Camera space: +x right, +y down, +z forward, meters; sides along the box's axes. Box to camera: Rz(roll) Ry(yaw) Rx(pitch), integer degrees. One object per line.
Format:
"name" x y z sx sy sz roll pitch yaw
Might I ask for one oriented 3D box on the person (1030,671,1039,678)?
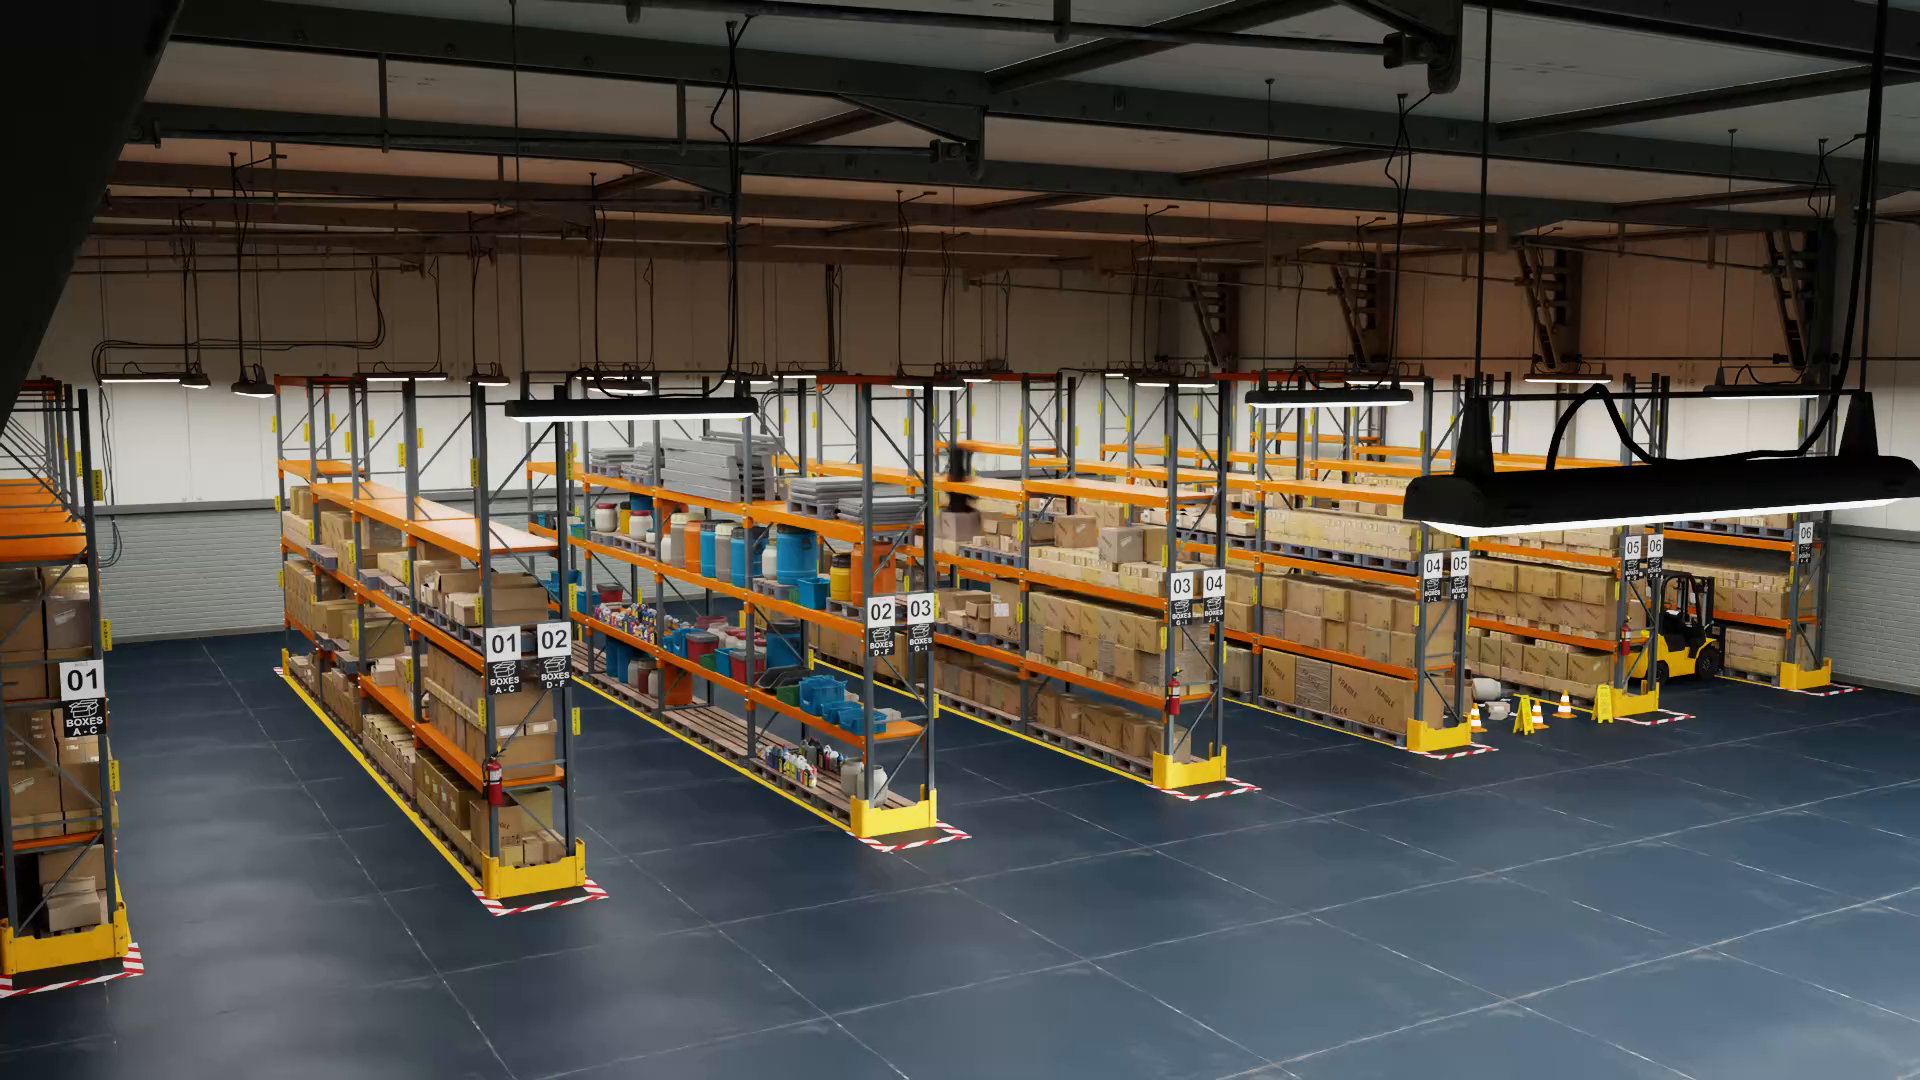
"person" 1.372 1.990 31.719 0.767 1.747 0.450 -2 7 -20

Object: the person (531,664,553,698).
"person" -6.910 2.615 26.770 0.811 1.598 0.690 5 8 39
